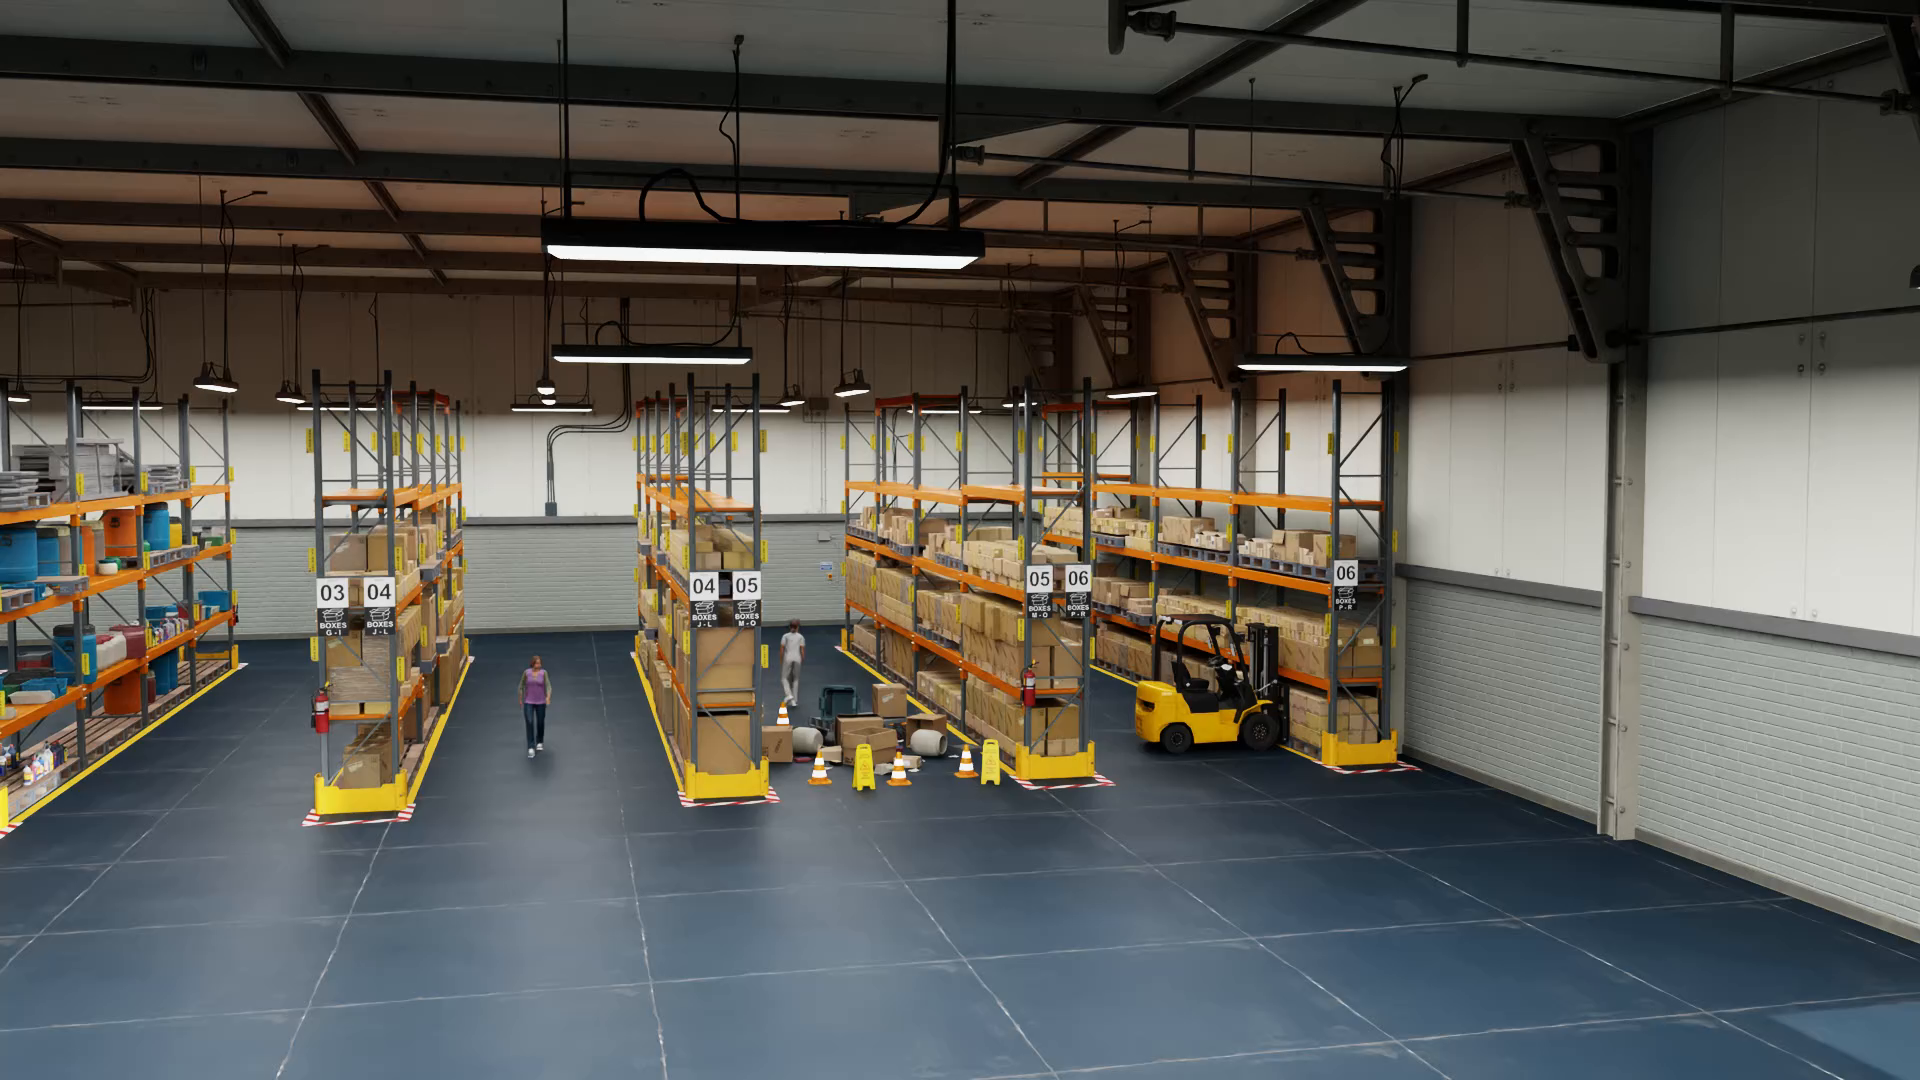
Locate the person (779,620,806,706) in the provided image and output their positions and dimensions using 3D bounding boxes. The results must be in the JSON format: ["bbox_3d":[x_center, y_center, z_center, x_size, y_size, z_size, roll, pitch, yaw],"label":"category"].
[{"bbox_3d":[-3.179,2.354,31.697,0.499,1.646,0.621,-1,3,-12],"label":"person"}]

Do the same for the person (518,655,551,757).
[{"bbox_3d":[-6.864,2.669,26.889,0.512,1.581,0.721,-1,3,-17],"label":"person"}]
